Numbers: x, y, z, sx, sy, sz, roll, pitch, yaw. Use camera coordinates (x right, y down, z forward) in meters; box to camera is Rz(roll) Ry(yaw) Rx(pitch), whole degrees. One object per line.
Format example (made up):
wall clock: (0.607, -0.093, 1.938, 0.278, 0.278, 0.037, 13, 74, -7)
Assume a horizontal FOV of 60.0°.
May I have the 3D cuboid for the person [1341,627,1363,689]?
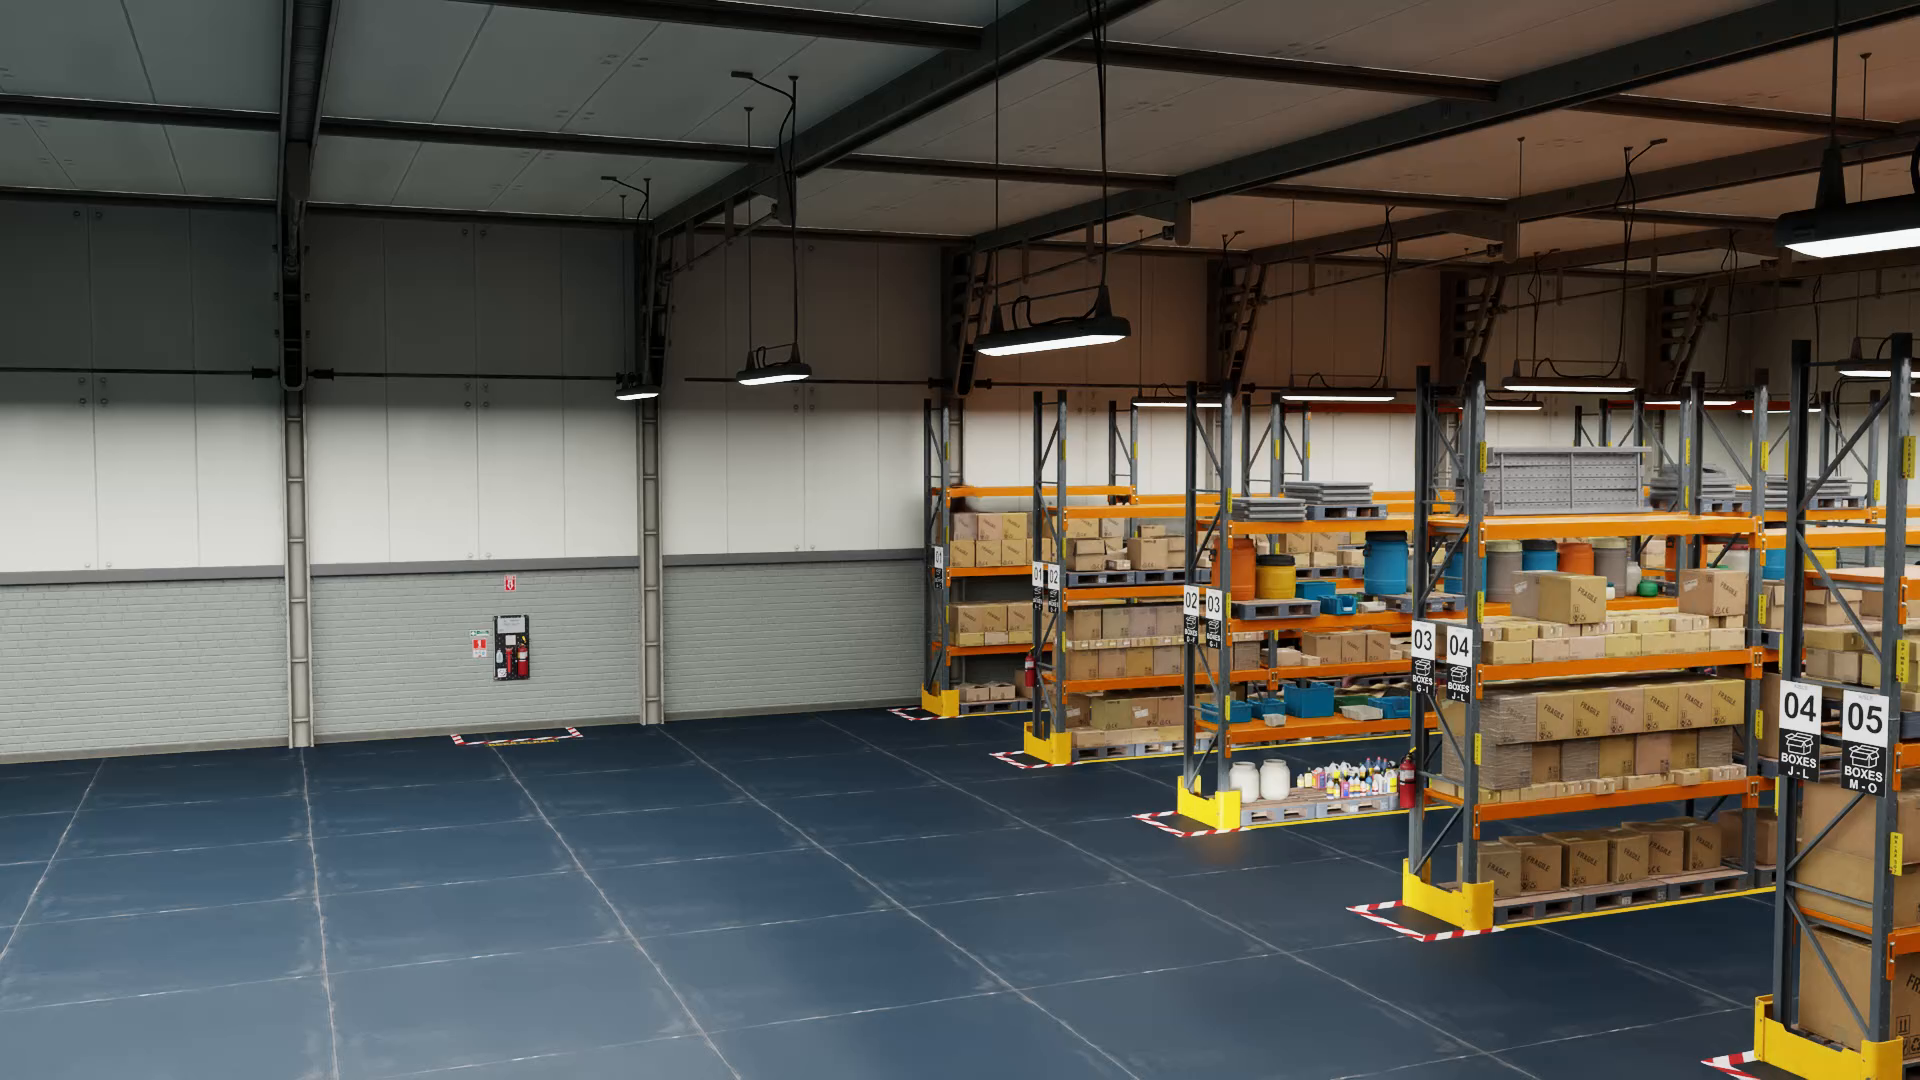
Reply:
person: (7.437, 2.466, 31.848, 0.972, 1.573, 0.515, -2, 4, -25)
